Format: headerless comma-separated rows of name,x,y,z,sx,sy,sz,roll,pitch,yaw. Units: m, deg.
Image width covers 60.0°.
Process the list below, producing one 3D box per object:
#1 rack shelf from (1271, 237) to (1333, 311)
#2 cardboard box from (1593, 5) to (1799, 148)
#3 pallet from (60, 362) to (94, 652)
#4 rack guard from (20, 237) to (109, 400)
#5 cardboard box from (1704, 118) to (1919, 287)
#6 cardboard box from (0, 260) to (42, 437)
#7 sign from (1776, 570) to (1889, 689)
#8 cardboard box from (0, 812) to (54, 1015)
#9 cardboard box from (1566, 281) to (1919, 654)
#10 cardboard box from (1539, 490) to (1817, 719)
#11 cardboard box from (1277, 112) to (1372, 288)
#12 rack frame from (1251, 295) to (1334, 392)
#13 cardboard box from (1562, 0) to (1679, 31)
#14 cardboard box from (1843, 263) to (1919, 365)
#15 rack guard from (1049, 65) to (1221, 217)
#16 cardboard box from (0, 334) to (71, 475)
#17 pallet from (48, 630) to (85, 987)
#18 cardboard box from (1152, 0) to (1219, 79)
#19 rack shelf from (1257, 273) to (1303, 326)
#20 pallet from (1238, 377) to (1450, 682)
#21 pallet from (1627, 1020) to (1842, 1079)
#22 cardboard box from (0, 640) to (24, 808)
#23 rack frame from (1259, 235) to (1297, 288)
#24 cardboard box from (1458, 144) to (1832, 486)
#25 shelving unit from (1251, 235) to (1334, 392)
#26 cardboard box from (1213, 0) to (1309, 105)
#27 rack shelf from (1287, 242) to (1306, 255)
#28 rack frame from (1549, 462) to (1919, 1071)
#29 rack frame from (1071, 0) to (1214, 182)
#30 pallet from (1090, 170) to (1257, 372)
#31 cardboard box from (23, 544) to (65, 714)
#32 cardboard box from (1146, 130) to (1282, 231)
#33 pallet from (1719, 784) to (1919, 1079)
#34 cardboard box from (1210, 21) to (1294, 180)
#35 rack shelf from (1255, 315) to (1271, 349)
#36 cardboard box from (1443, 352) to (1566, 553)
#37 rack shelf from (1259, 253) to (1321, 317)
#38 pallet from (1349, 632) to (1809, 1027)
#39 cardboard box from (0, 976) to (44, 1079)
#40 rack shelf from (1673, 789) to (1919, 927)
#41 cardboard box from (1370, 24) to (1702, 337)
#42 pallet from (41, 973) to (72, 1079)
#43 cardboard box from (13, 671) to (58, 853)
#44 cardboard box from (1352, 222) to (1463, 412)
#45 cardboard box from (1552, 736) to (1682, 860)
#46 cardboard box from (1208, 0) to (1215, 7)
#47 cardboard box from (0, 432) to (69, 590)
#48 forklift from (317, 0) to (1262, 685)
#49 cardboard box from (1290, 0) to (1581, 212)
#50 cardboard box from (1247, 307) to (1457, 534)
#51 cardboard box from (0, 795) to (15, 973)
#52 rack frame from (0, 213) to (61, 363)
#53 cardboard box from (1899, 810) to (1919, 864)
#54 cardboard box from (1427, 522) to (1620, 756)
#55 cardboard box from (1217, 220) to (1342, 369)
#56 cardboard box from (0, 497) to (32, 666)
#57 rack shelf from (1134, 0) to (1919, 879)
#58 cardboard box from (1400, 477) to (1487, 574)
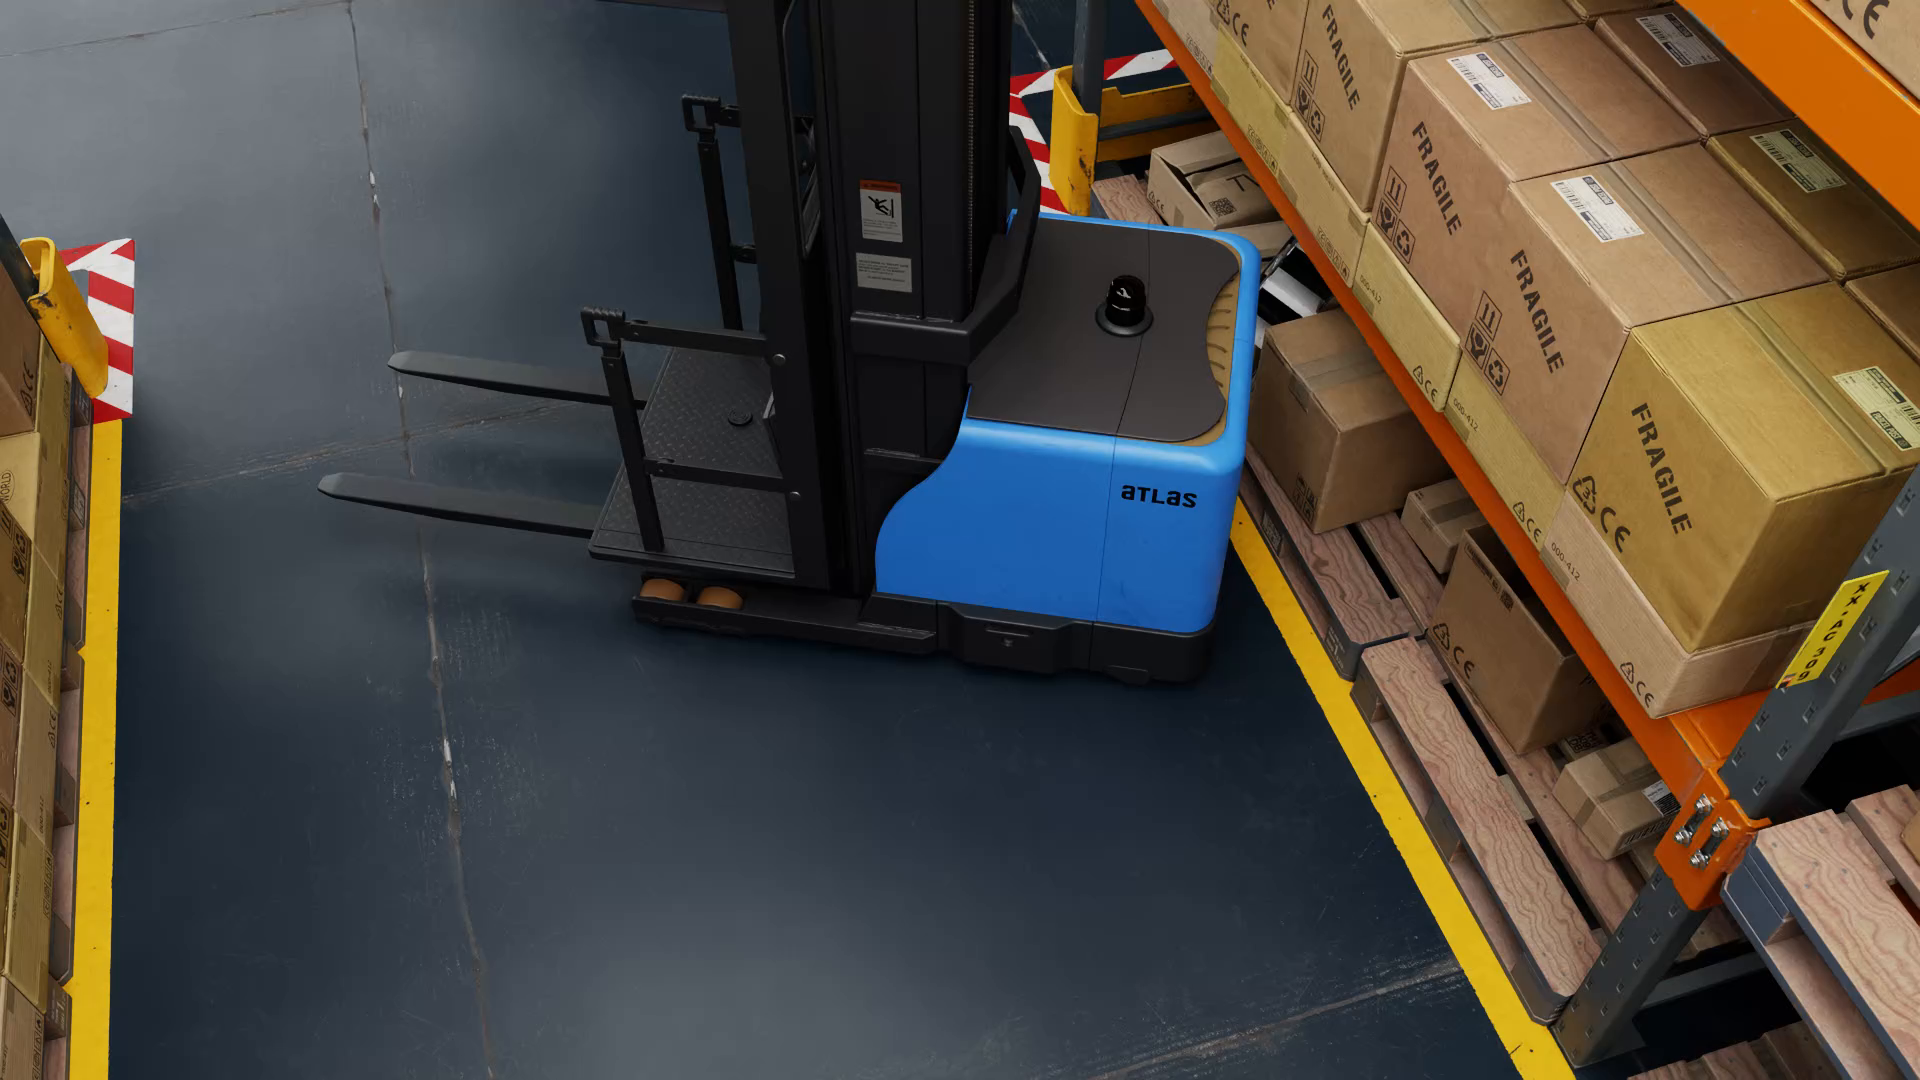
rack shelf,1.157,-0.896,5.537,0.200,0.077,0.258,36,36,-2
cardboard box,1.899,-1.014,4.237,0.500,0.500,0.500,-12,51,-10
pallet,-3.518,-0.030,5.638,1.003,0.211,1.213,-13,51,-11
rack guard,-3.791,-0.690,6.005,1.175,0.500,0.348,-13,51,-11
cardboard box,2.041,-0.649,3.929,0.500,0.500,0.500,-14,51,-11
cardboard box,-3.341,-0.645,5.365,0.500,0.500,0.500,-13,51,-11
sign,1.614,0.170,3.079,0.100,0.325,0.005,-13,51,-11
cardboard box,-2.734,1.054,4.423,0.500,0.250,0.500,-13,51,-11
cardboard box,1.695,-0.155,3.513,0.500,0.500,0.500,-13,51,-11
cardboard box,1.700,0.085,3.802,0.500,0.250,0.500,-13,51,-11
cardboard box,1.248,-1.012,4.726,0.500,0.250,0.500,-13,51,-11
rack frame,1.212,-0.800,5.573,0.006,0.900,0.240,36,36,-2
cardboard box,1.735,-1.390,4.555,0.500,0.500,0.500,-13,51,-10
cardboard box,2.191,-0.270,3.610,0.500,0.500,0.500,-14,51,-12
rack guard,0.970,-1.740,6.890,1.175,0.500,0.348,-13,51,-11
cardboard box,-3.343,-0.402,5.651,0.500,0.250,0.500,-13,51,-11
pallet,-3.161,0.859,4.888,1.003,0.211,1.213,-13,51,-11
cardboard box,0.955,-1.755,5.353,0.500,0.250,0.500,-15,51,-12
rack shelf,1.069,-0.780,5.642,0.200,0.077,0.258,36,36,-2
pallet,1.533,-0.156,5.743,1.003,0.211,1.213,-13,51,-11
pallet,2.362,1.788,4.105,1.003,0.211,1.213,-13,51,-11
cardboard box,-2.885,0.448,4.444,0.500,0.500,0.500,-13,51,-11
rack frame,1.047,-0.919,5.566,0.006,0.900,0.240,36,36,-2
cardboard box,1.542,-0.518,3.819,0.500,0.500,0.500,-14,51,-11
shelving unit,1.129,-0.859,5.570,0.210,0.900,0.258,36,36,-2
cardboard box,1.085,-1.642,4.767,0.500,0.500,0.500,-15,51,-12
rack shelf,1.202,-0.954,5.484,0.200,0.077,0.258,36,36,-2
rack frame,2.130,0.320,3.518,1.000,3.000,0.127,-13,51,-11
rack frame,0.947,-2.601,5.981,1.000,3.000,0.127,-13,51,-11
pallet,1.176,-1.045,6.493,1.003,0.211,1.213,-13,51,-11
cardboard box,-3.034,0.325,5.038,0.500,0.250,0.500,-13,51,-11
cardboard box,1.066,-1.351,6.397,0.500,0.311,0.500,-19,52,-15
pallet,2.217,0.973,3.093,1.003,0.211,1.213,-13,51,-11
cardboard box,1.100,-1.381,5.038,0.500,0.250,0.500,-14,51,-12
rack shelf,1.024,-0.722,5.694,0.200,0.077,0.258,36,36,-2
cardboard box,1.561,-0.281,4.110,0.500,0.250,0.500,-13,51,-11
rack shelf,1.113,-0.838,5.589,0.200,0.077,0.258,36,36,-2
pallet,1.898,0.737,4.991,1.003,0.211,1.213,-13,51,-11
cardboard box,-2.592,1.421,4.114,0.500,0.250,0.500,-13,51,-11
rack shelf,2.721,2.013,2.562,1.077,0.370,4.000,-13,51,-11
cardboard box,1.403,-0.888,4.131,0.500,0.500,0.500,-15,51,-12
pallet,-2.796,1.752,4.135,1.003,0.211,1.213,-13,51,-11
cardboard box,-2.888,0.690,4.730,0.500,0.250,0.500,-13,51,-11
cardboard box,1.397,-0.645,4.417,0.500,0.250,0.500,-14,51,-11
cardboard box,1.943,0.708,4.757,0.380,0.166,0.250,-19,53,-16
cardboard box,0.938,-2.021,5.086,0.500,0.500,0.500,-13,51,-11
cardboard box,-3.184,-0.040,5.346,0.500,0.250,0.500,-13,51,-11
forklift,-0.620,-1.027,4.699,3.031,2.935,1.130,8,50,6
cardboard box,1.249,-1.268,4.451,0.500,0.500,0.500,-12,51,-10
cardboard box,1.403,-0.448,5.513,0.700,0.500,0.500,-16,52,-13
cardboard box,-2.735,0.813,4.136,0.500,0.500,0.500,-13,51,-11
rack frame,-3.784,-1.478,5.034,1.000,3.000,0.127,-13,51,-11
cardboard box,2.248,0.526,2.992,0.700,0.500,0.500,-13,51,-11
cardboard box,1.785,0.235,4.937,0.500,0.500,0.500,-17,52,-14
cardboard box,1.234,-0.934,6.046,0.500,0.311,0.500,-10,51,-8
cardboard box,-3.031,0.082,4.752,0.500,0.500,0.500,-13,51,-11
rack shelf,1.539,-0.908,5.024,1.077,0.370,4.000,-13,51,-11
cardboard box,1.676,-0.075,5.428,0.380,0.149,0.250,-17,52,-14
